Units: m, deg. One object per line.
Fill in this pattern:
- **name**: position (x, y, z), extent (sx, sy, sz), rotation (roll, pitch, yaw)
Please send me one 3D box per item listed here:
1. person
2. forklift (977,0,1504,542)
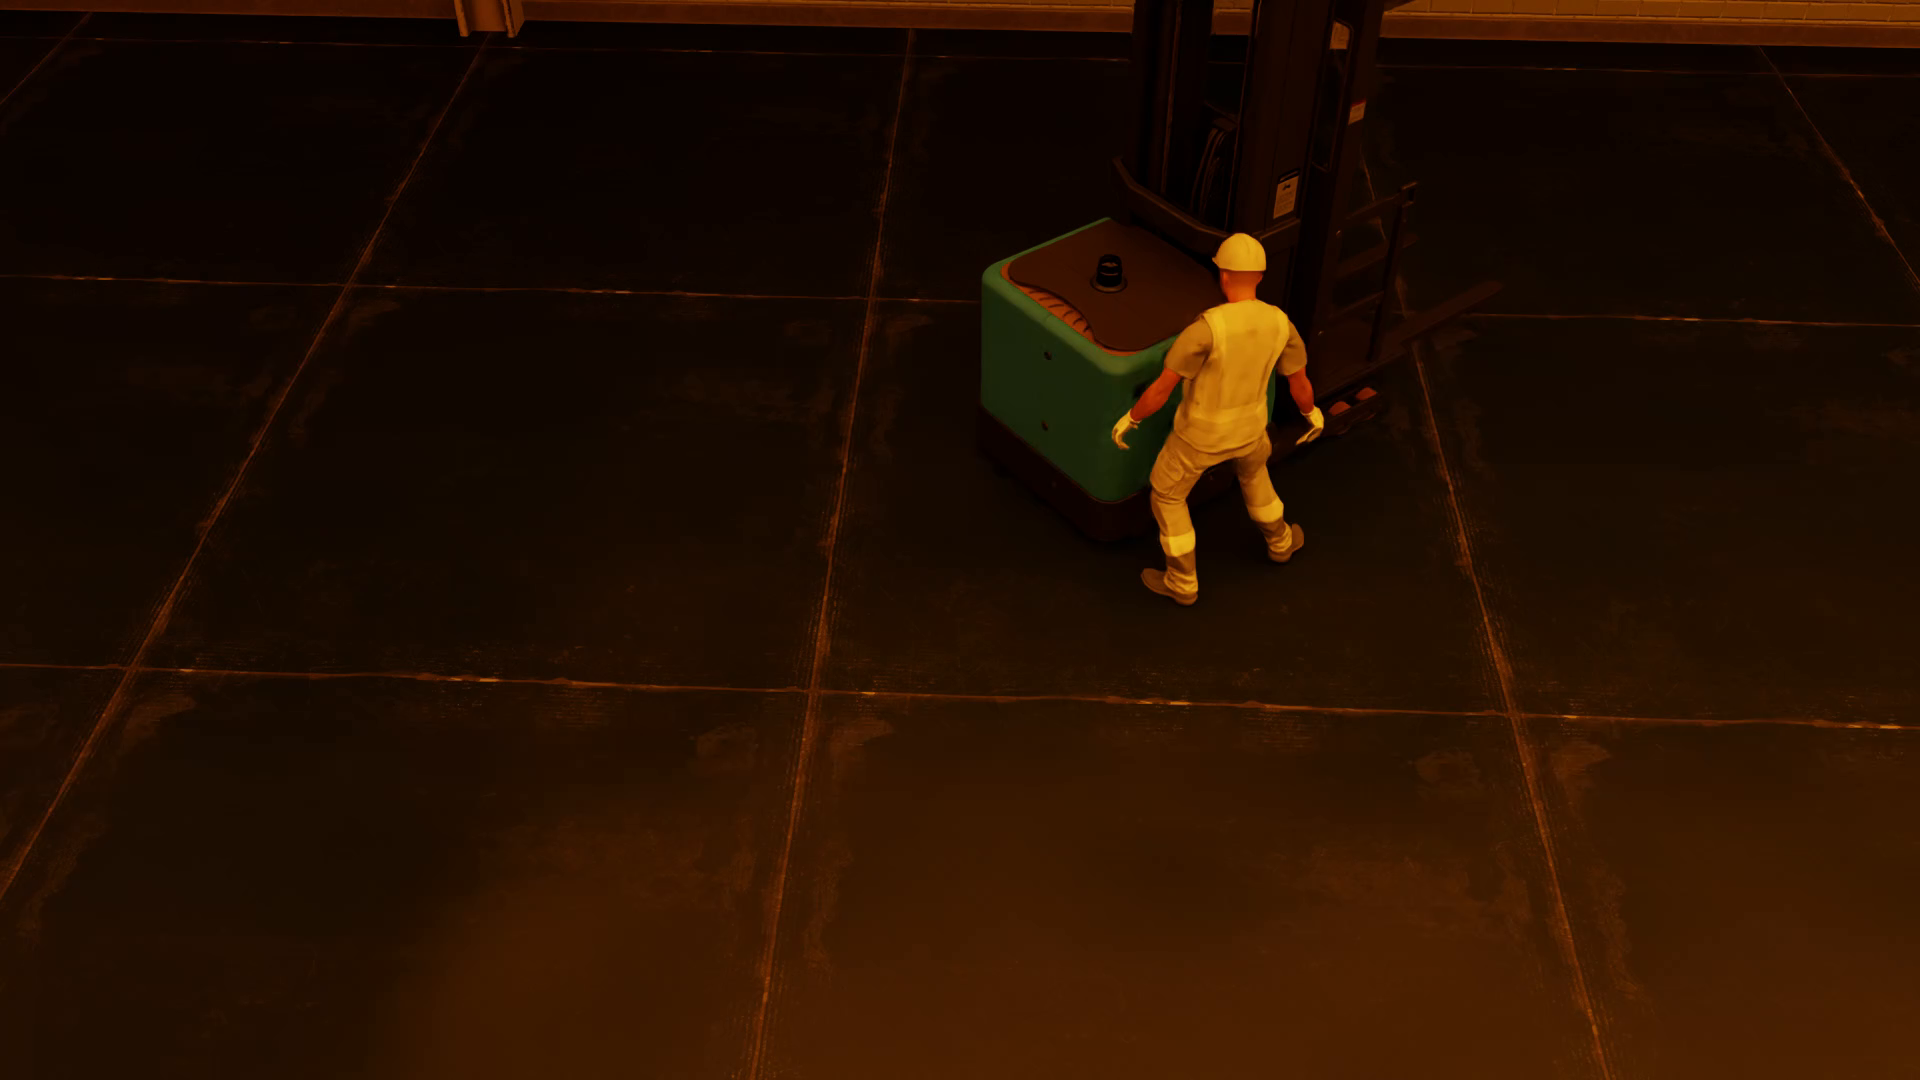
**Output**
- **person**: position (1.140, -0.526, 7.230), extent (1.059, 1.723, 0.472), rotation (-16, 45, -17)
- **forklift**: position (1.571, -1.884, 7.806), extent (3.031, 2.935, 1.130), rotation (-27, 49, -26)
